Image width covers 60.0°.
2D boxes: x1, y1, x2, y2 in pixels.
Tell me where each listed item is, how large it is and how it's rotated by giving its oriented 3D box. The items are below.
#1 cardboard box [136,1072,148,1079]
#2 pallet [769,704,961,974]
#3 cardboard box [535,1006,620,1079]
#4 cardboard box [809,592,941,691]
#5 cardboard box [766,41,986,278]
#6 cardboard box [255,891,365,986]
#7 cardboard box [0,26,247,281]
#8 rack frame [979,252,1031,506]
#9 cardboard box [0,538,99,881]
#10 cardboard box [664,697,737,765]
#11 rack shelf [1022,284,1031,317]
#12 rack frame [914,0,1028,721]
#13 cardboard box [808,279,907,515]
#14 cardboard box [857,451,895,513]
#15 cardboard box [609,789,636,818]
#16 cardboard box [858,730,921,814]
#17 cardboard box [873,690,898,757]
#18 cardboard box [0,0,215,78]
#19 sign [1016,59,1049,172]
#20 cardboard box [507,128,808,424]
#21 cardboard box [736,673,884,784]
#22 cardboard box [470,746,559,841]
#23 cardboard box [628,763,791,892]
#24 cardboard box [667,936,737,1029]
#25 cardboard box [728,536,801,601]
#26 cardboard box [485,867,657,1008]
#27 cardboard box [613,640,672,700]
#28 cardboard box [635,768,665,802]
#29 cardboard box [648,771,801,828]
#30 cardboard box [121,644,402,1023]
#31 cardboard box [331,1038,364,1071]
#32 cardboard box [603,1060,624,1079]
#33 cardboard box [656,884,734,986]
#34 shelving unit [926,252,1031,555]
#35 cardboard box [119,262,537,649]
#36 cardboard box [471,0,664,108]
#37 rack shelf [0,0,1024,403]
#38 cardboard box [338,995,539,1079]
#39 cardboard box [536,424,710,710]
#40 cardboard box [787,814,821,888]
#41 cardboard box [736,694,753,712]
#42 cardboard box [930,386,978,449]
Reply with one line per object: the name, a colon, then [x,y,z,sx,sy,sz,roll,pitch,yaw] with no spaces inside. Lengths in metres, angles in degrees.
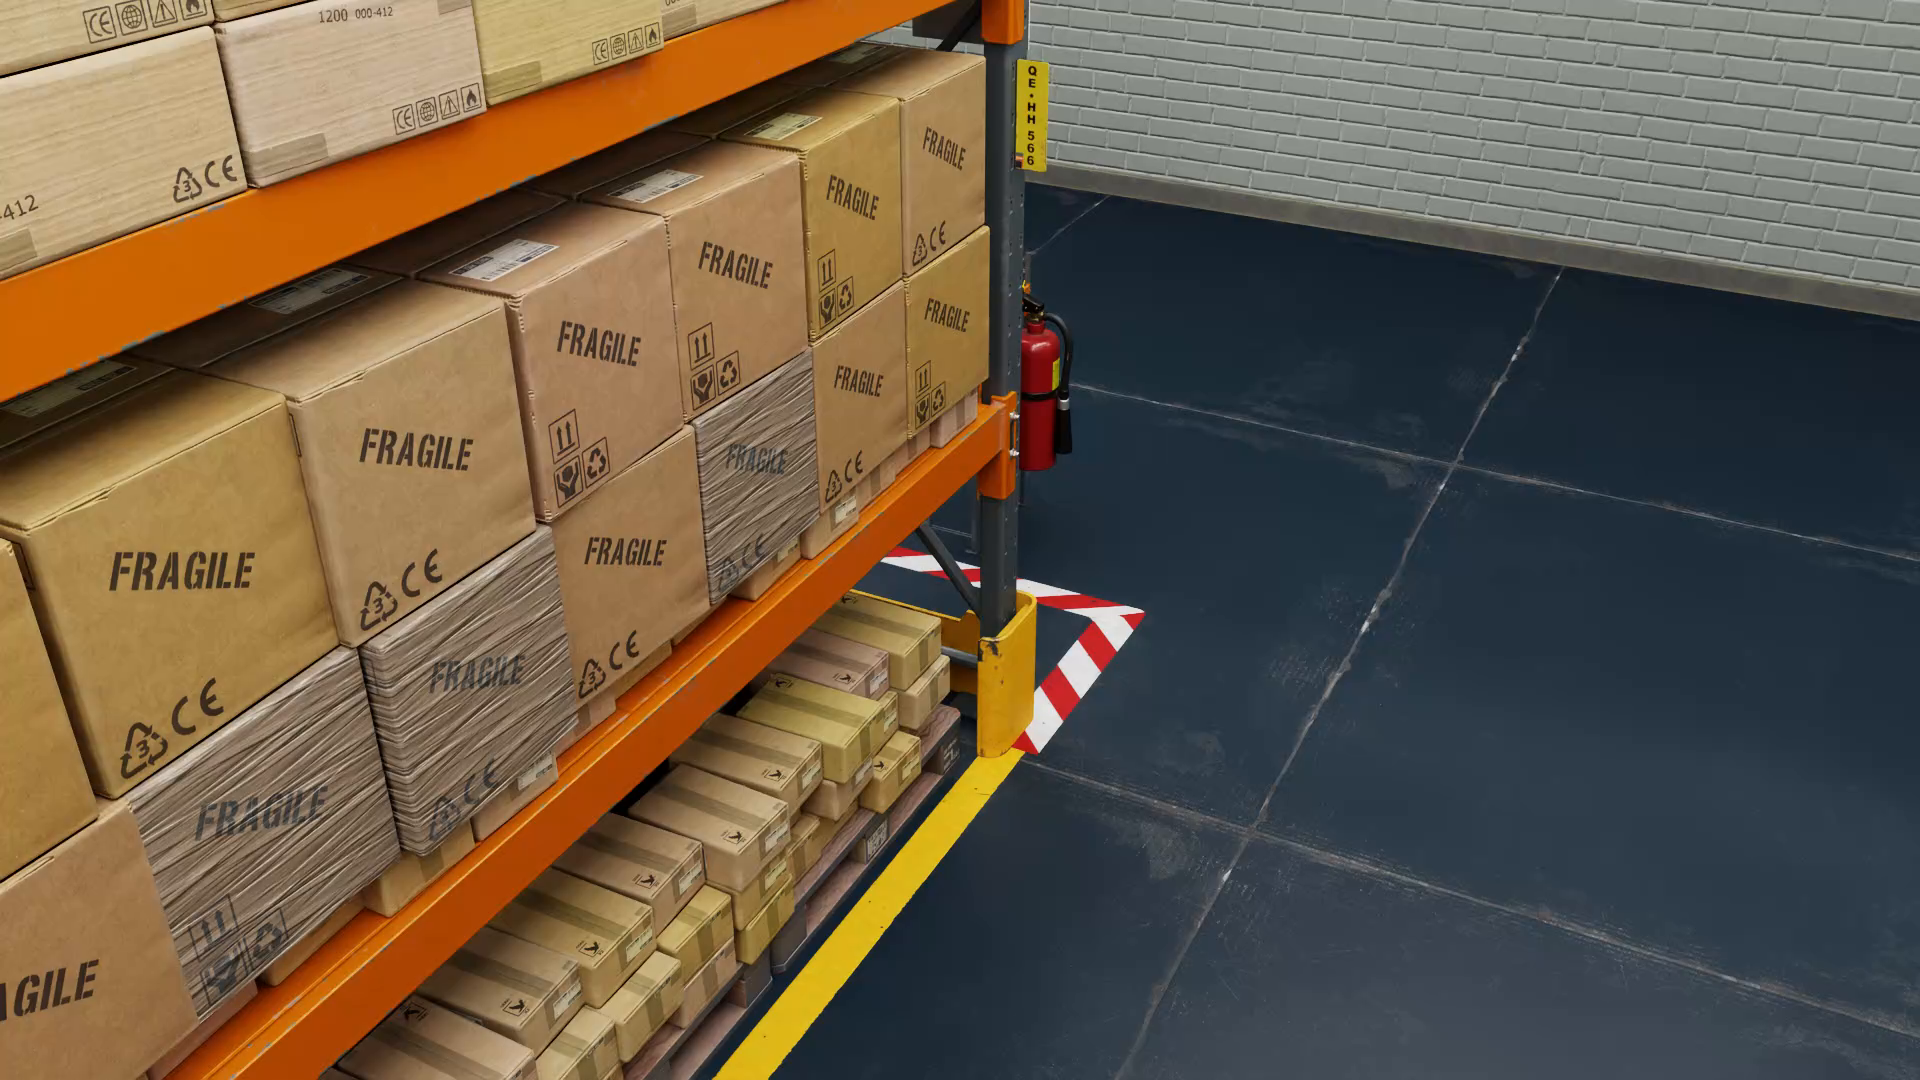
cardboard box: [-1.621,0.942,2.850,0.380,0.149,0.250,15,33,25]
pallet: [-0.707,0.837,5.580,1.003,0.211,1.213,14,33,23]
cardboard box: [-1.085,1.271,4.167,0.380,0.149,0.250,14,33,23]
cardboard box: [-0.286,0.331,5.506,0.380,0.149,0.250,15,33,24]
cardboard box: [-0.258,-1.104,4.758,0.500,0.500,0.500,14,33,22]
cardboard box: [-1.417,0.693,3.284,0.380,0.149,0.250,13,32,21]
cardboard box: [-1.427,-0.590,2.403,0.500,0.250,0.500,14,33,23]
rack frame: [0.187,-0.702,7.267,0.240,1.200,0.015,14,33,23]
cardboard box: [-1.670,0.265,2.374,0.500,0.500,0.500,15,33,24]
cardboard box: [-0.945,0.579,5.373,0.380,0.149,0.250,15,33,24]
rack shelf: [0.075,-0.934,6.883,0.258,0.148,0.480,14,33,23]
rack frame: [-0.271,-0.758,5.557,1.000,3.000,0.127,14,33,23]
cardboard box: [-0.485,-0.445,4.614,0.500,0.500,0.500,14,33,22]
cardboard box: [-0.415,-0.224,4.880,0.380,0.149,0.250,14,33,23]
cardboard box: [-1.195,0.807,4.975,0.380,0.149,0.250,13,32,21]
cardboard box: [-0.352,0.714,5.435,0.380,0.149,0.250,15,33,25]
cardboard box: [-0.424,0.570,5.388,0.380,0.149,0.250,14,33,22]
cardboard box: [-1.429,-0.816,2.295,0.500,0.250,0.500,14,33,23]
sign: [0.214,-1.262,4.956,0.100,0.325,0.005,14,33,23]
cardboard box: [-0.717,-0.647,3.962,0.500,0.500,0.500,16,34,26]
cardboard box: [-0.457,0.573,5.084,0.380,0.149,0.250,14,33,22]
cardboard box: [-1.116,0.478,3.657,0.380,0.149,0.250,16,33,25]
cardboard box: [-0.704,0.805,4.680,0.380,0.149,0.250,16,33,25]
cardboard box: [-0.852,1.168,4.645,0.380,0.149,0.250,15,33,24]
cardboard box: [-0.657,0.005,4.482,0.380,0.149,0.250,13,32,21]
cardboard box: [-1.017,1.019,4.307,0.380,0.149,0.250,14,33,24]
cardboard box: [-0.939,0.232,4.086,0.380,0.149,0.250,15,33,24]
cardboard box: [-1.162,0.791,5.302,0.380,0.149,0.250,15,33,24]
cardboard box: [-0.706,0.793,5.000,0.380,0.149,0.250,14,33,23]
cardboard box: [-1.424,0.460,3.038,0.500,0.500,0.500,14,33,23]
cardboard box: [-1.713,1.277,4.156,0.380,0.149,0.250,15,33,24]
cardboard box: [-1.086,1.397,4.247,0.380,0.149,0.250,13,32,22]
cardboard box: [-0.850,1.039,4.571,0.380,0.149,0.250,16,34,26]
shelving unit: [0.075,-0.594,7.079,0.258,1.200,0.503,14,33,23]
cardboard box: [-1.191,-0.185,3.157,0.500,0.500,0.500,15,33,24]
cardboard box: [-0.931,-1.047,3.199,0.500,0.250,0.500,16,33,25]
rack shelf: [-1.182,-0.860,3.446,1.077,0.370,4.000,14,33,23]
cardboard box: [-1.215,1.259,3.889,0.380,0.149,0.250,15,33,24]
cardboard box: [-0.944,0.000,3.838,0.500,0.500,0.500,16,34,26]
cardboard box: [-0.650,0.924,5.070,0.380,0.149,0.250,15,33,24]
cardboard box: [-0.841,0.591,5.650,0.380,0.149,0.250,14,33,23]
cardboard box: [-0.167,-0.440,5.257,0.380,0.149,0.250,14,33,23]
